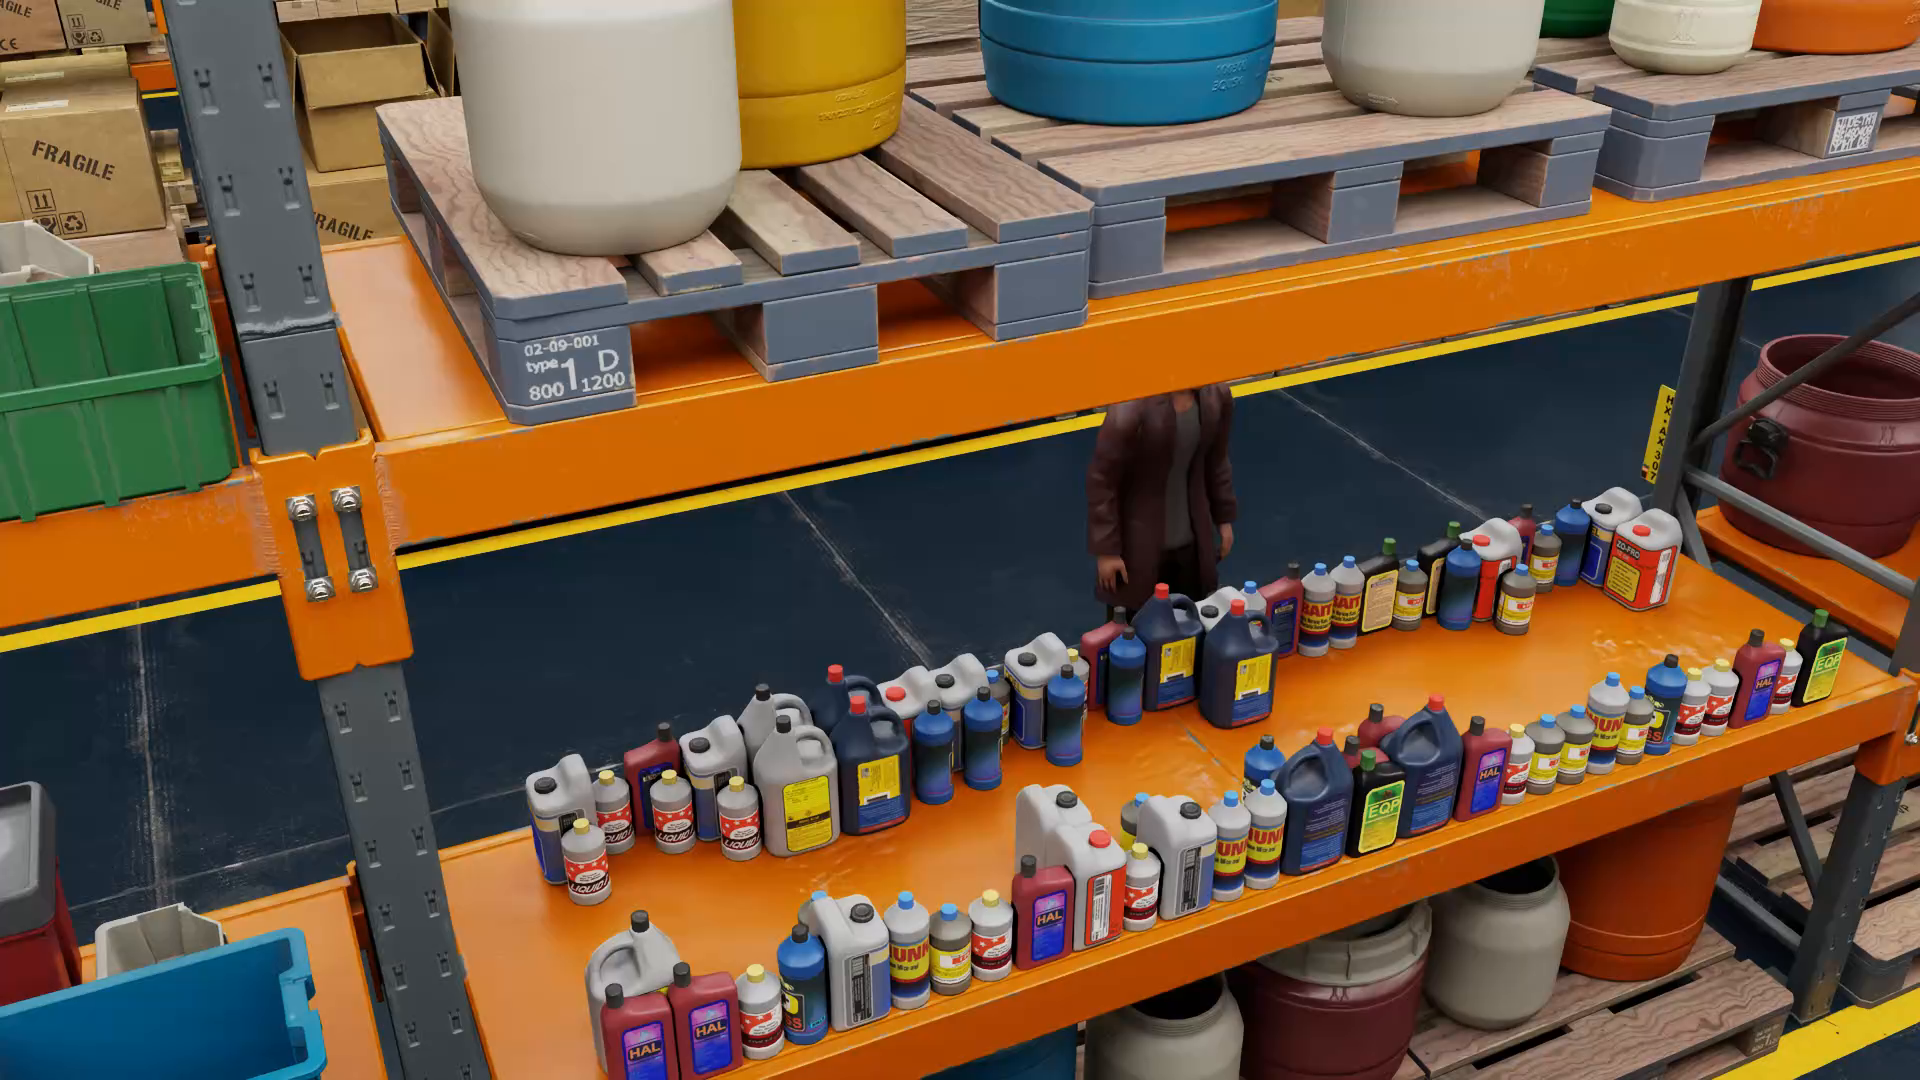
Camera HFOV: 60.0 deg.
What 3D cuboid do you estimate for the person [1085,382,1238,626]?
[{"bbox_3d":[0.752,-0.011,6.162,0.653,1.774,0.422,-15,32,-25],"label":"person"}]
